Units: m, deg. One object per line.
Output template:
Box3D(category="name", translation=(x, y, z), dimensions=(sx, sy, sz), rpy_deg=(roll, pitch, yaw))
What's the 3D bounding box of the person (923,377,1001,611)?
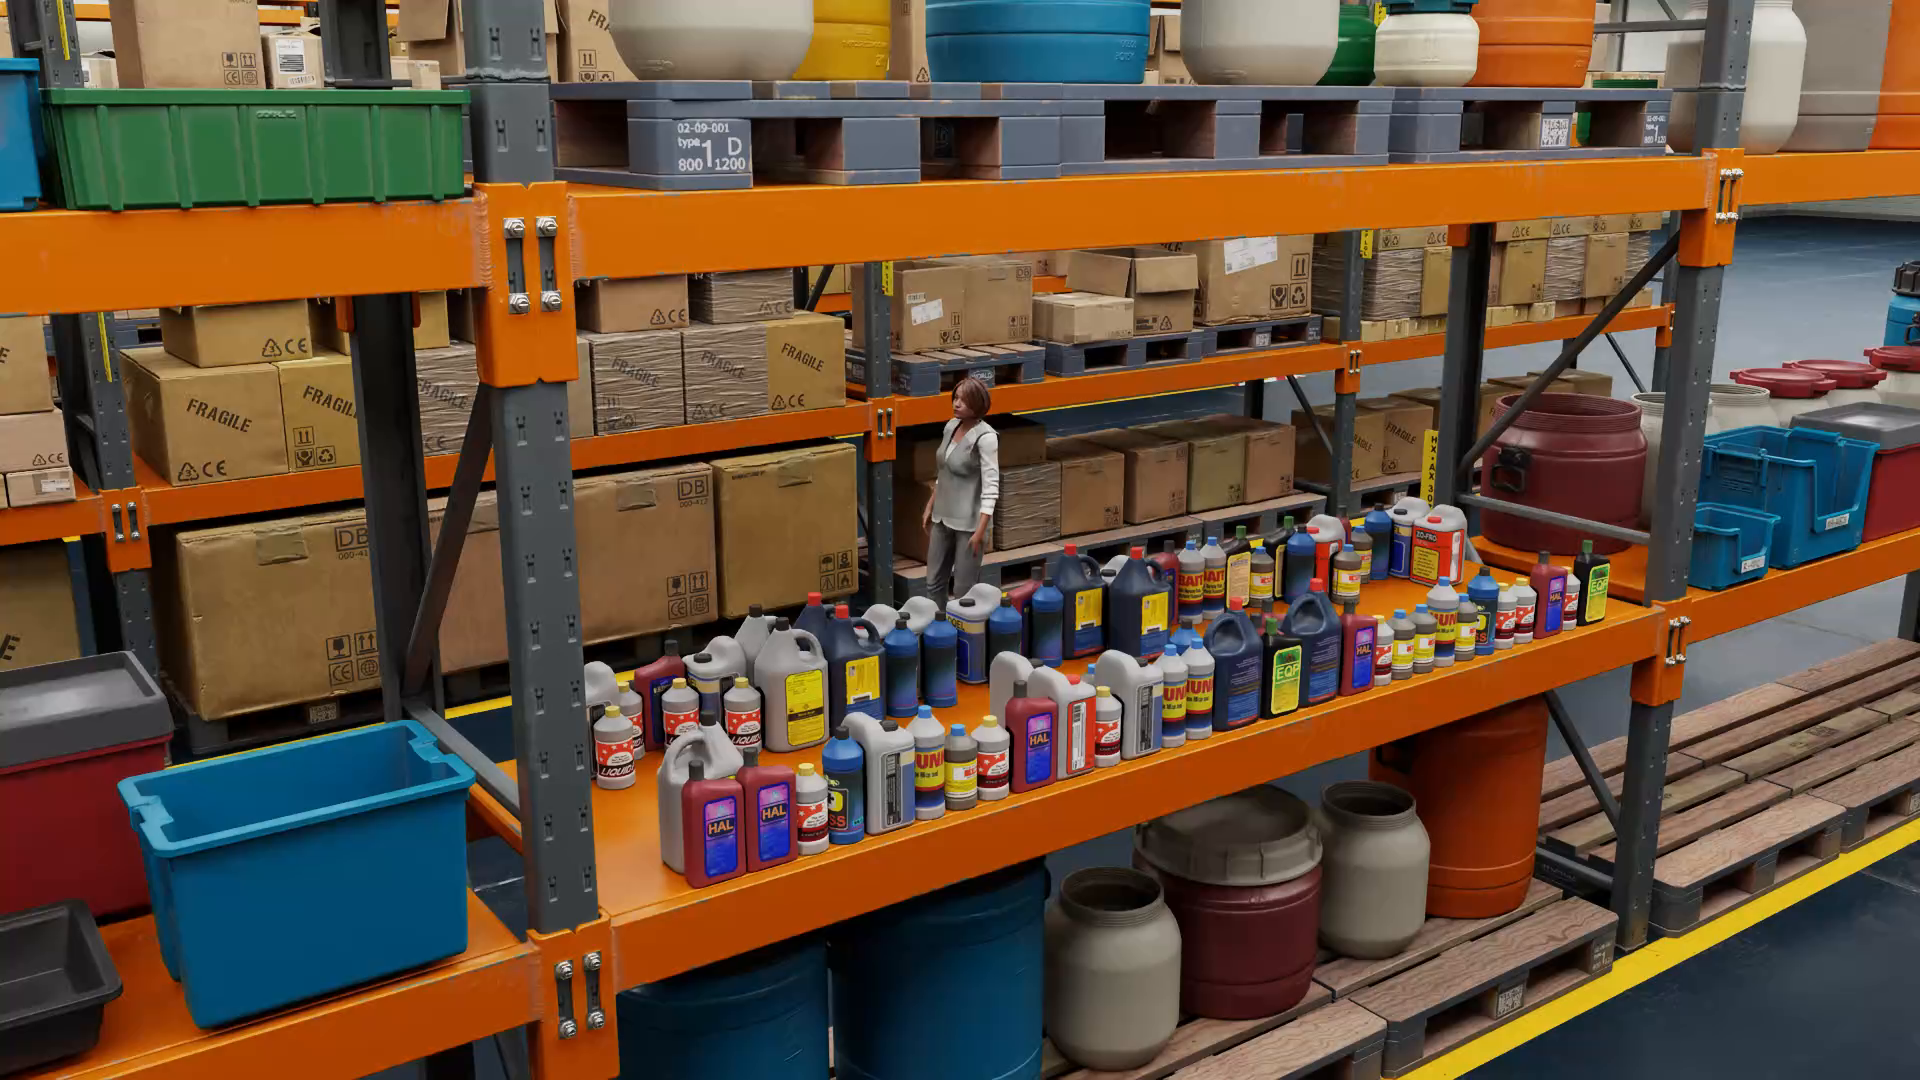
Box3D(category="person", translation=(-0.062, -0.048, 8.713), dimensions=(0.472, 1.581, 0.520), rpy_deg=(-10, 18, -35))
